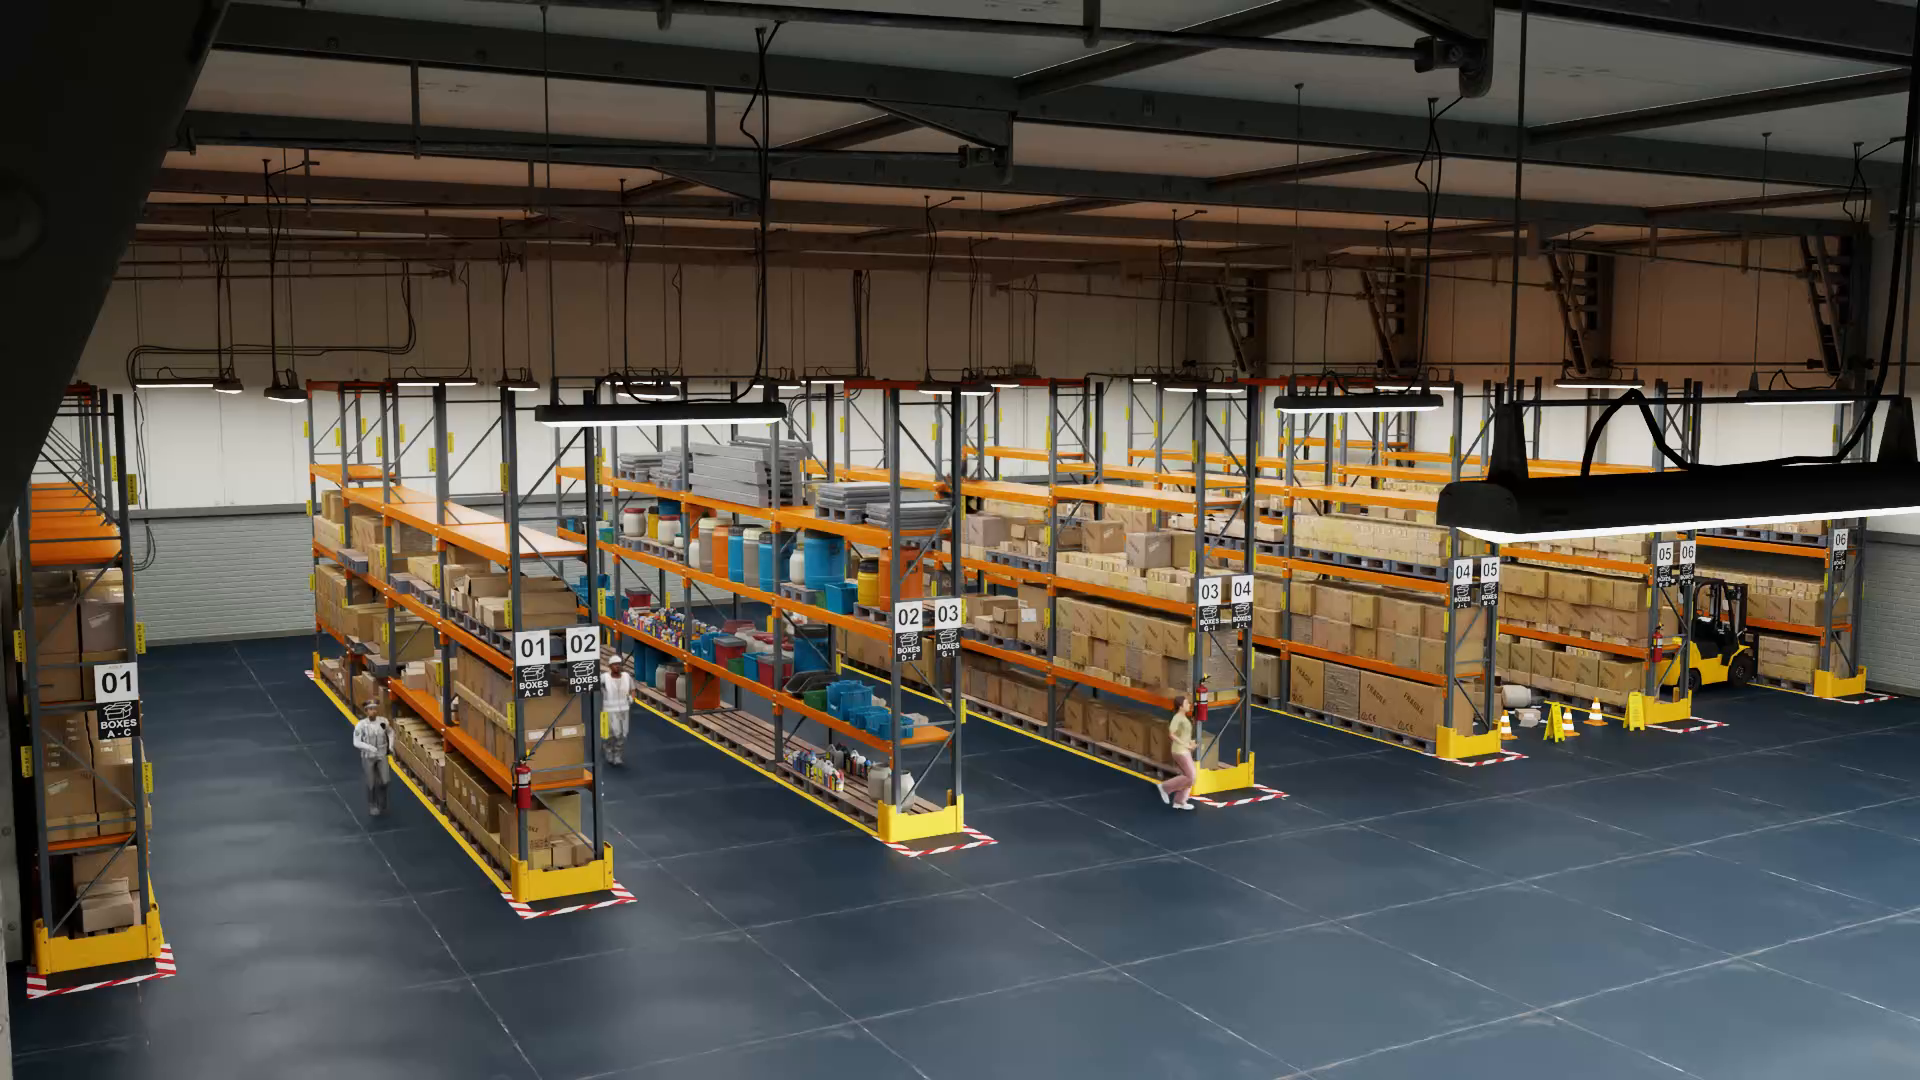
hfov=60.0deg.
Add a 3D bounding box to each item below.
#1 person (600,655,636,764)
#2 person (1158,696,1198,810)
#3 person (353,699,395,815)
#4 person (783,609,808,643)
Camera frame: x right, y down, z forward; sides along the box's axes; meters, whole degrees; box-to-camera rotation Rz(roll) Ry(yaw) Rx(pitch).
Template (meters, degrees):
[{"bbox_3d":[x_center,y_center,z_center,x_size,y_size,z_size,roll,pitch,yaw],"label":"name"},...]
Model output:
[{"bbox_3d":[-5.374,2.685,26.092,0.681,1.739,0.622,-4,7,-35],"label":"person"},{"bbox_3d":[3.100,3.021,23.629,0.544,1.605,0.565,2,6,15],"label":"person"},{"bbox_3d":[-8.148,3.033,23.211,0.595,1.660,0.584,-3,7,-29],"label":"person"},{"bbox_3d":[-3.173,1.833,32.483,0.646,1.826,0.736,-4,7,-32],"label":"person"}]
